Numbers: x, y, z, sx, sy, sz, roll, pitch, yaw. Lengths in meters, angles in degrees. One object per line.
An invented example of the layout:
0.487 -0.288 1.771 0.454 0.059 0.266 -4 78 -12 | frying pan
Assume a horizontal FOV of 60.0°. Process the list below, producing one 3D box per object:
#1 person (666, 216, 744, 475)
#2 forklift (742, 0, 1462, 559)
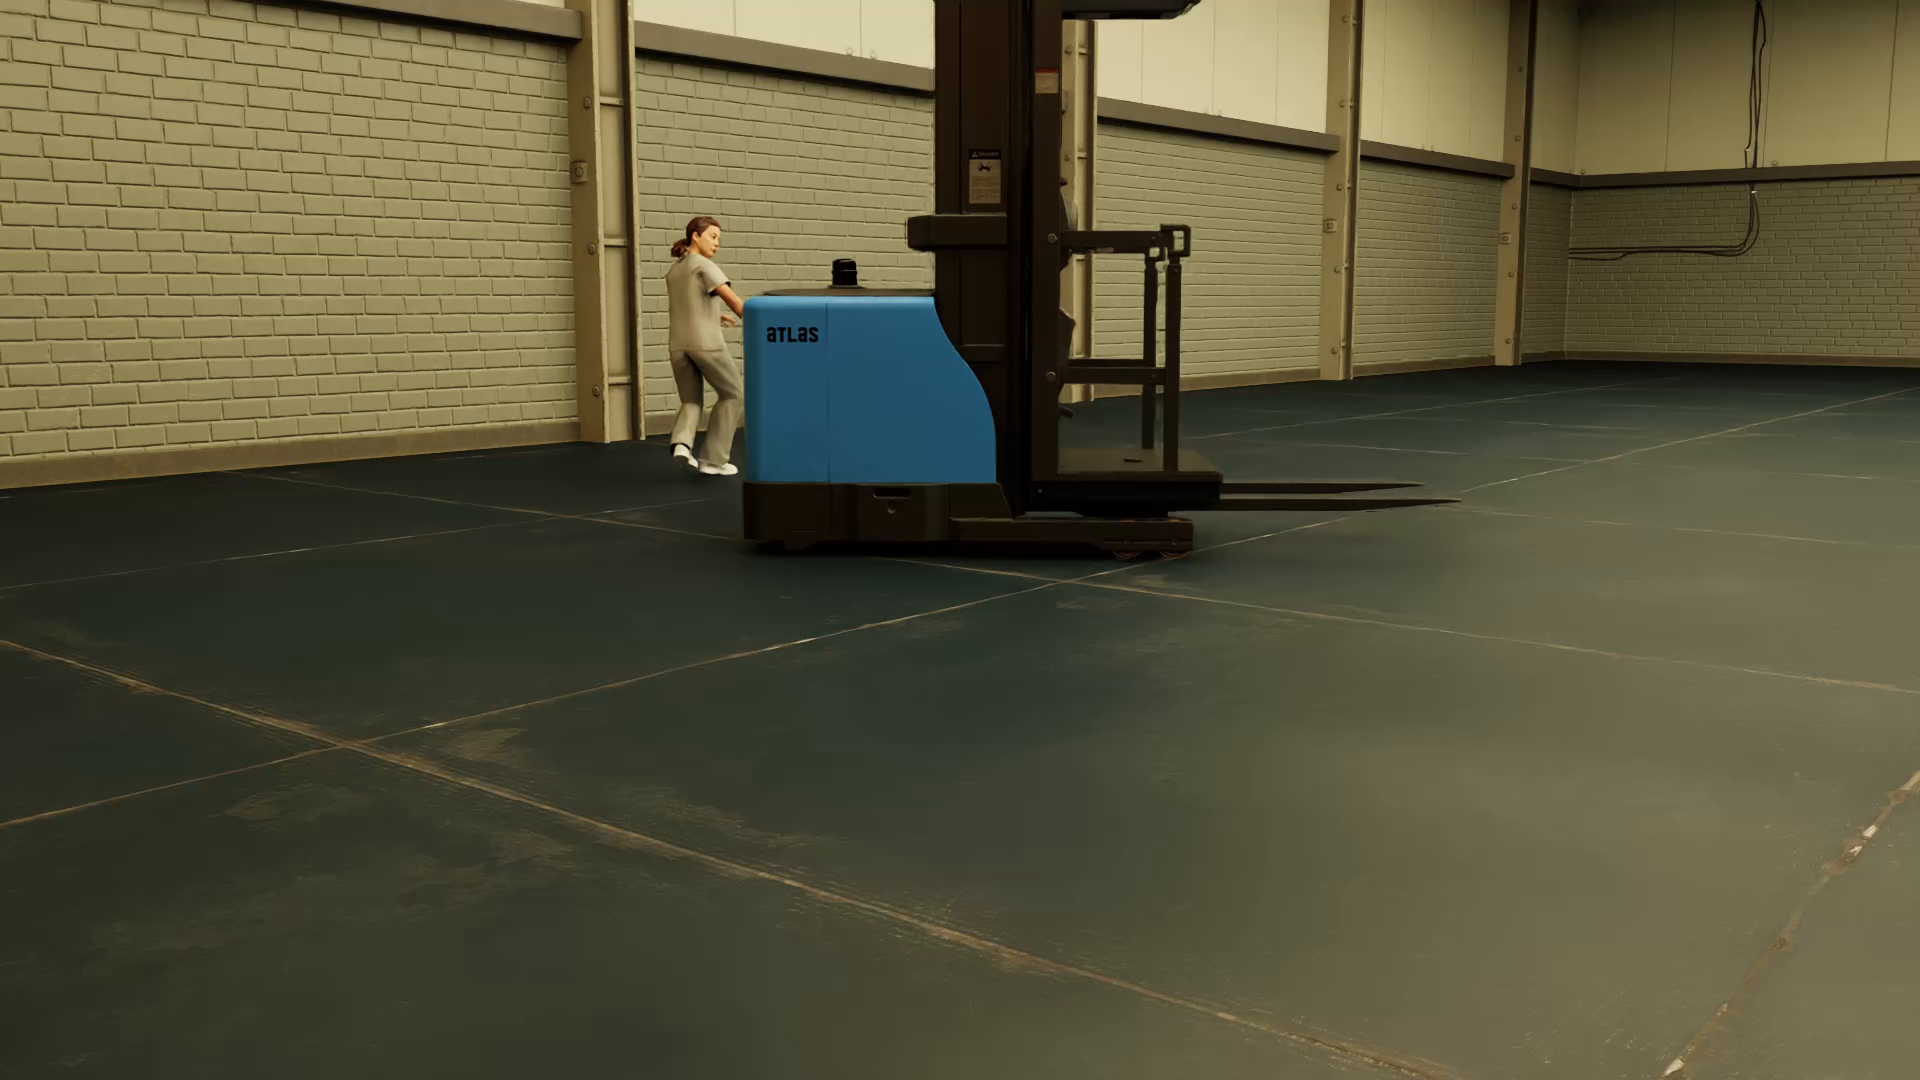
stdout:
-1.436 -1.141 9.891 0.767 1.545 0.789 5 10 29 | person
0.611 -1.449 7.185 3.031 2.935 1.130 0 8 1 | forklift
